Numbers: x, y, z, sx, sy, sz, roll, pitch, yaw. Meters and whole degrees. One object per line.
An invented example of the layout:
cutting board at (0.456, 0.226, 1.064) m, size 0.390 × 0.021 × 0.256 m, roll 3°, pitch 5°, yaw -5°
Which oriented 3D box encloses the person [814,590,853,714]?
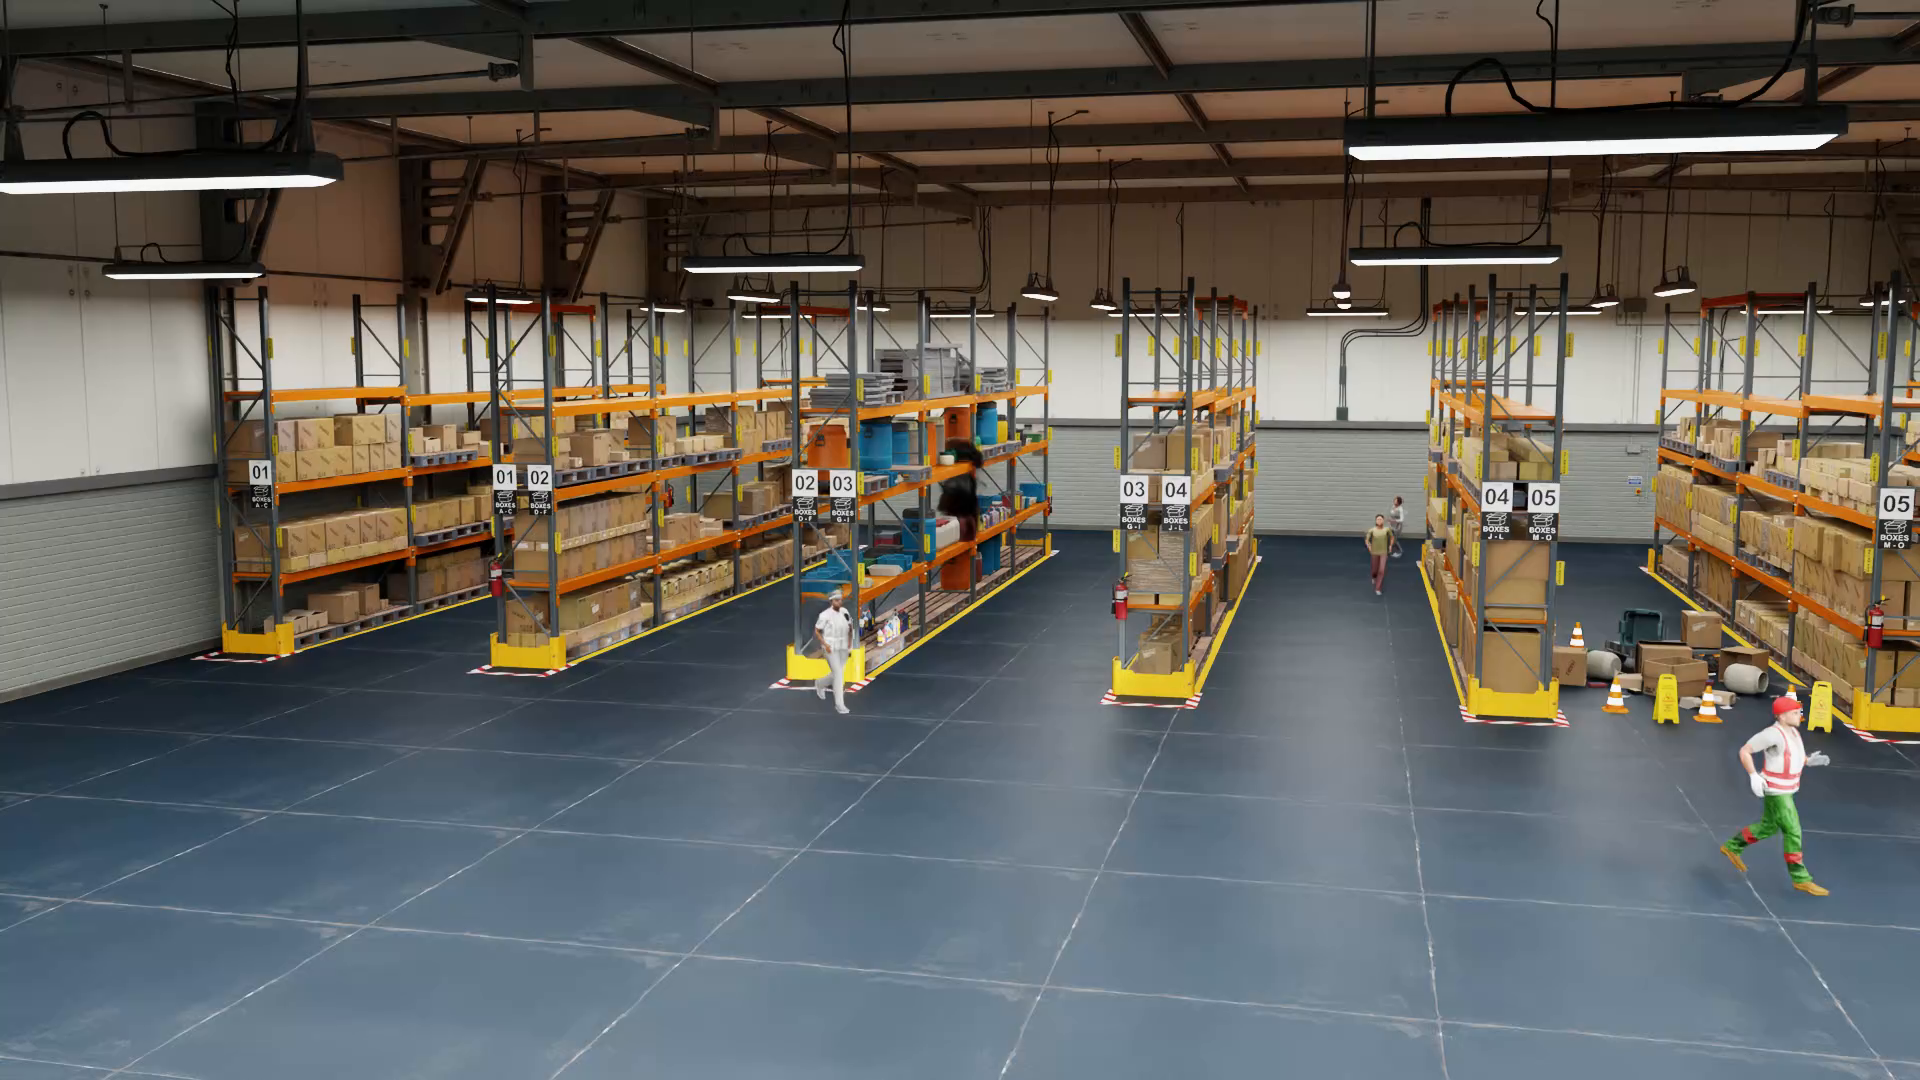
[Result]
person at (-1.753, 1.513, 23.112) m, size 0.594 × 1.705 × 0.798 m, roll -5°, pitch 8°, yaw -39°

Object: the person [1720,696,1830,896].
person at (7.562, 2.317, 15.392) m, size 0.662 × 1.777 × 1.005 m, roll -6°, pitch 9°, yaw -44°

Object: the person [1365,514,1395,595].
person at (8.615, 0.285, 34.122) m, size 0.594 × 1.632 × 0.791 m, roll 1°, pitch 7°, yaw 11°

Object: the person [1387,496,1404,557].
person at (10.344, -0.260, 39.486) m, size 0.630 × 1.534 × 0.706 m, roll -3°, pitch 7°, yaw -22°
